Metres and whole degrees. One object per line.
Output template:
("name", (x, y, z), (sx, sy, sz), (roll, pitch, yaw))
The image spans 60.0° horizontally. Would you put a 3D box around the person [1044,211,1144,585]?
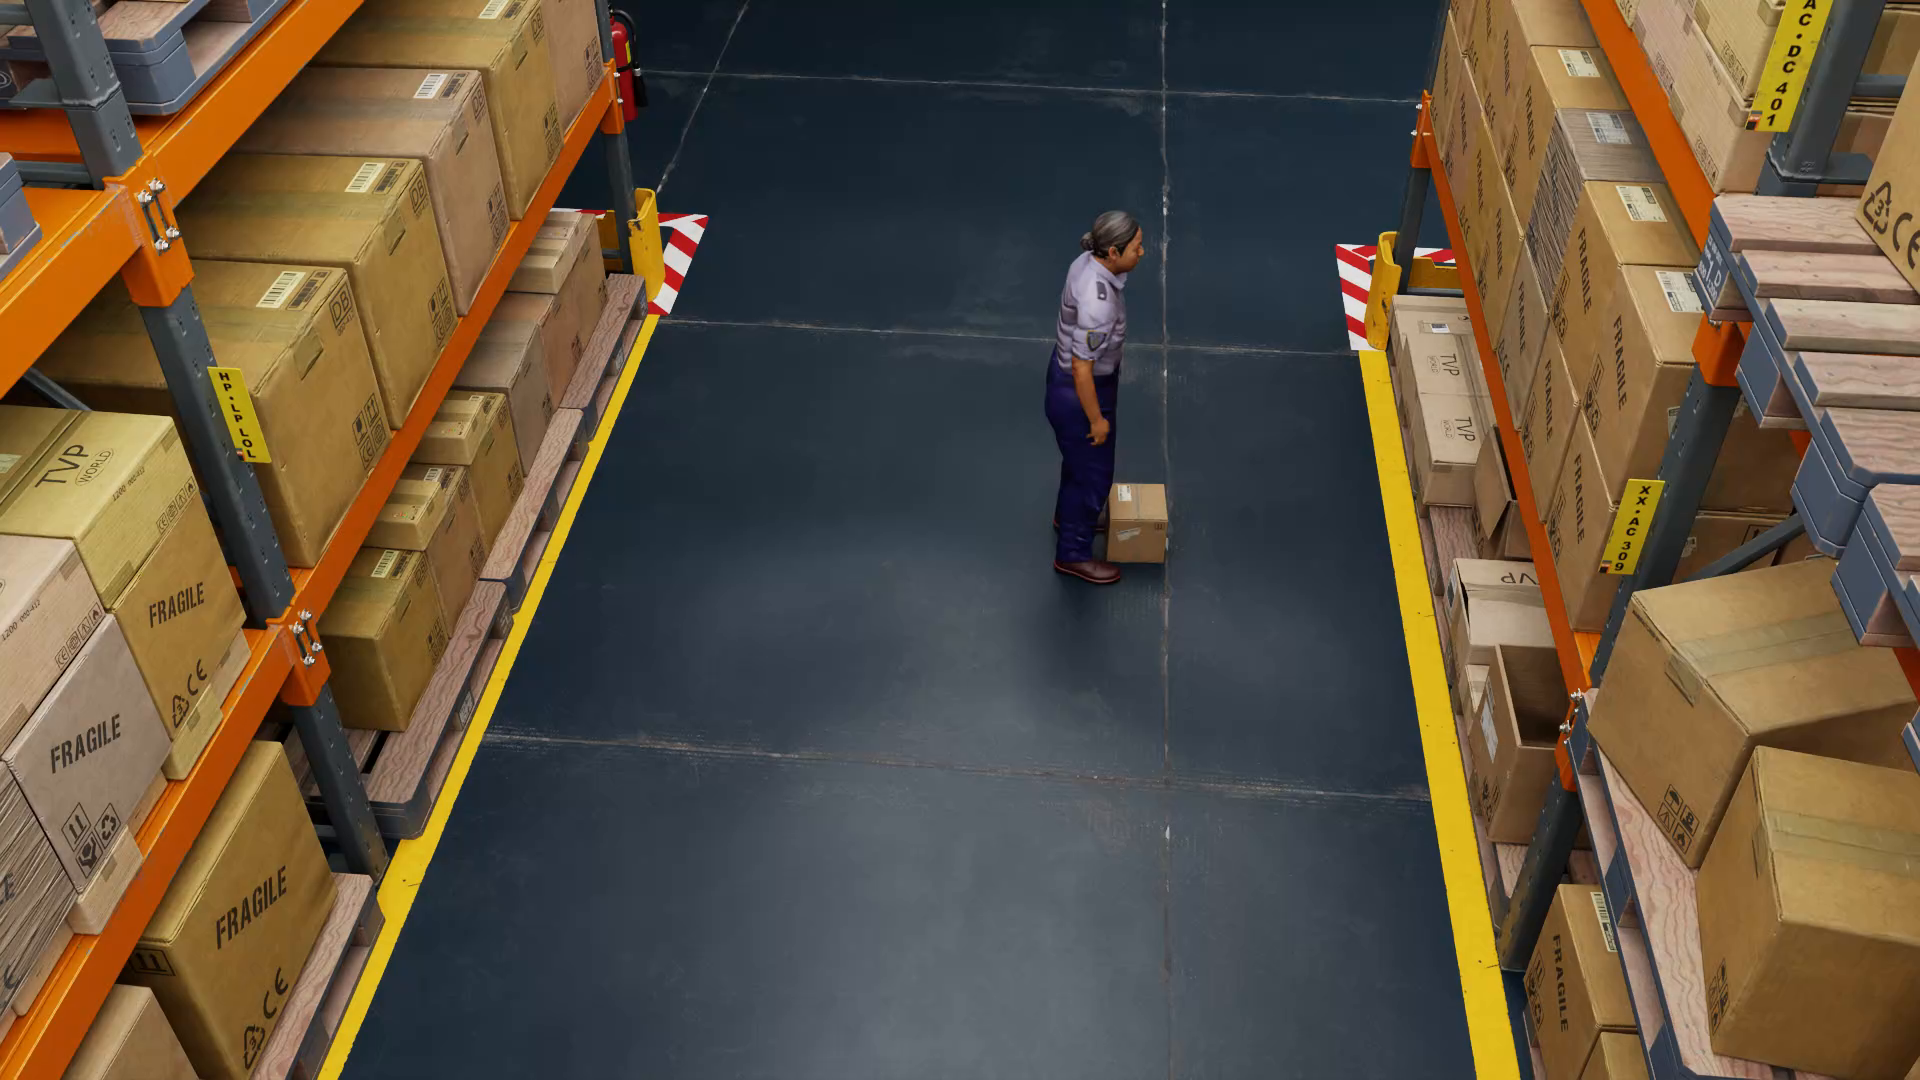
("person", (0.537, -0.612, 6.883), (0.368, 1.652, 0.541), (3, 40, 4))
